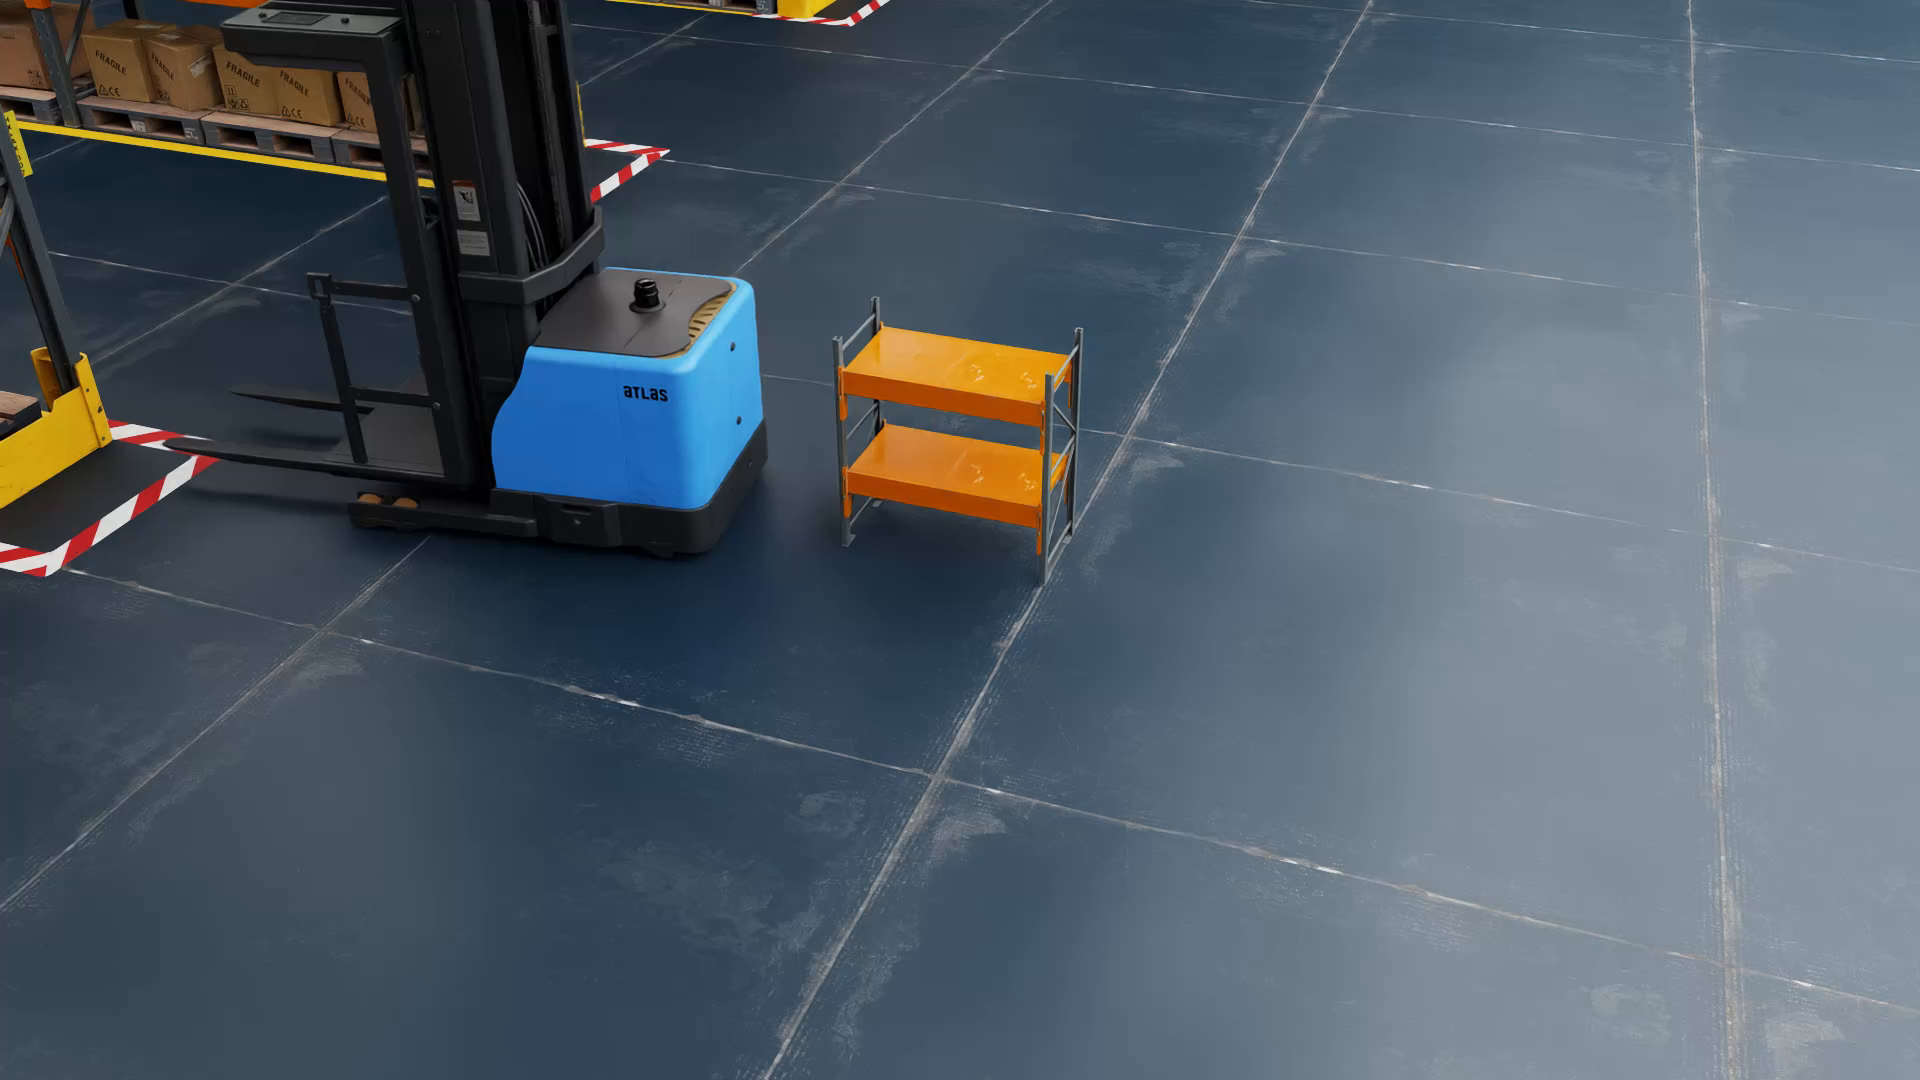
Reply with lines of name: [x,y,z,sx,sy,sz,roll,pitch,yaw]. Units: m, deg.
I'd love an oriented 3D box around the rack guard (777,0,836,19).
rack guard: [-1.428,-5.555,16.394,0.348,0.500,1.175,11,34,16]

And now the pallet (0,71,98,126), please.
pallet: [-7.718,-3.798,13.938,1.213,0.211,1.003,11,34,16]

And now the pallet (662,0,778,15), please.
pallet: [-2.230,-5.545,16.644,1.213,0.211,1.003,11,34,16]

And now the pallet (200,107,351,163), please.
pallet: [-5.188,-3.329,13.212,1.213,0.211,1.003,11,34,16]

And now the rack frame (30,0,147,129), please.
rack frame: [-6.985,-4.828,12.962,0.127,3.000,1.000,11,34,16]

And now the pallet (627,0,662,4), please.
pallet: [-3.375,-5.769,16.991,1.213,0.211,1.003,11,34,16]

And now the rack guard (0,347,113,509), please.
rack guard: [-4.978,-0.507,8.574,0.348,0.500,1.175,11,34,16]

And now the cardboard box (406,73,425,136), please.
cardboard box: [-3.802,-3.345,12.583,0.500,0.500,0.500,18,37,25]

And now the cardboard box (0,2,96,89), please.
cardboard box: [-7.556,-4.086,13.712,0.500,0.500,0.700,8,34,13]

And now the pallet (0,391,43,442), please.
pallet: [-5.741,-0.537,8.886,1.213,0.211,1.003,11,34,16]

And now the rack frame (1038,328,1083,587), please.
rack frame: [0.472,-0.381,7.803,0.032,1.125,0.500,11,34,16]

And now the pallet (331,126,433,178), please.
pallet: [-4.044,-3.105,12.864,1.213,0.211,1.003,11,34,16]

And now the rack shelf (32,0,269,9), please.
rack shelf: [-5.102,-4.160,12.590,4.000,0.370,1.077,11,34,16]

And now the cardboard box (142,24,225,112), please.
cardboard box: [-6.080,-3.760,13.225,0.500,0.500,0.500,23,39,31]

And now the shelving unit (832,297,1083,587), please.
shelving unit: [-0.006,-0.474,7.947,1.048,1.125,0.538,11,34,16]

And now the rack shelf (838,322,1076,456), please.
rack shelf: [-0.006,-0.720,7.788,1.000,0.278,0.538,11,34,16]

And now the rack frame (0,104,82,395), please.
rack frame: [-4.890,-1.567,7.911,0.127,3.000,1.000,11,34,16]

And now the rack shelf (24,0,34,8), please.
rack shelf: [-8.868,-4.892,13.724,4.000,0.370,1.077,11,34,16]

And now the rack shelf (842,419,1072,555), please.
rack shelf: [-0.006,-0.268,8.079,1.000,0.278,0.538,11,34,16]

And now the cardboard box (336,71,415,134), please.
cardboard box: [-4.376,-3.437,12.725,0.500,0.500,0.500,21,38,29]

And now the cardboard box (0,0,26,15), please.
cardboard box: [-7.998,-4.183,13.862,0.500,0.500,0.700,11,34,16]

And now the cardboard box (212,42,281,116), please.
cardboard box: [-5.469,-3.686,13.111,0.500,0.500,0.500,8,34,12]

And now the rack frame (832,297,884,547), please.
rack frame: [-0.485,-0.567,8.091,0.032,1.125,0.500,11,34,16]

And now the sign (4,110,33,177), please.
sign: [-4.701,-1.963,8.270,0.005,0.325,0.100,11,34,16]

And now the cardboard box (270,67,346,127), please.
cardboard box: [-4.959,-3.561,12.917,0.500,0.500,0.500,14,35,21]

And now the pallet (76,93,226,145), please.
pallet: [-6.341,-3.551,13.556,1.213,0.211,1.003,11,34,16]

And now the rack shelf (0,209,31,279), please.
rack shelf: [-6.773,-1.631,8.673,4.000,0.370,1.077,11,34,16]

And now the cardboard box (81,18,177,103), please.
cardboard box: [-6.622,-3.860,13.381,0.500,0.500,0.500,10,34,15]

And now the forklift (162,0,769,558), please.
forklift: [-2.584,-1.544,7.939,3.031,2.935,1.130,7,33,10]
